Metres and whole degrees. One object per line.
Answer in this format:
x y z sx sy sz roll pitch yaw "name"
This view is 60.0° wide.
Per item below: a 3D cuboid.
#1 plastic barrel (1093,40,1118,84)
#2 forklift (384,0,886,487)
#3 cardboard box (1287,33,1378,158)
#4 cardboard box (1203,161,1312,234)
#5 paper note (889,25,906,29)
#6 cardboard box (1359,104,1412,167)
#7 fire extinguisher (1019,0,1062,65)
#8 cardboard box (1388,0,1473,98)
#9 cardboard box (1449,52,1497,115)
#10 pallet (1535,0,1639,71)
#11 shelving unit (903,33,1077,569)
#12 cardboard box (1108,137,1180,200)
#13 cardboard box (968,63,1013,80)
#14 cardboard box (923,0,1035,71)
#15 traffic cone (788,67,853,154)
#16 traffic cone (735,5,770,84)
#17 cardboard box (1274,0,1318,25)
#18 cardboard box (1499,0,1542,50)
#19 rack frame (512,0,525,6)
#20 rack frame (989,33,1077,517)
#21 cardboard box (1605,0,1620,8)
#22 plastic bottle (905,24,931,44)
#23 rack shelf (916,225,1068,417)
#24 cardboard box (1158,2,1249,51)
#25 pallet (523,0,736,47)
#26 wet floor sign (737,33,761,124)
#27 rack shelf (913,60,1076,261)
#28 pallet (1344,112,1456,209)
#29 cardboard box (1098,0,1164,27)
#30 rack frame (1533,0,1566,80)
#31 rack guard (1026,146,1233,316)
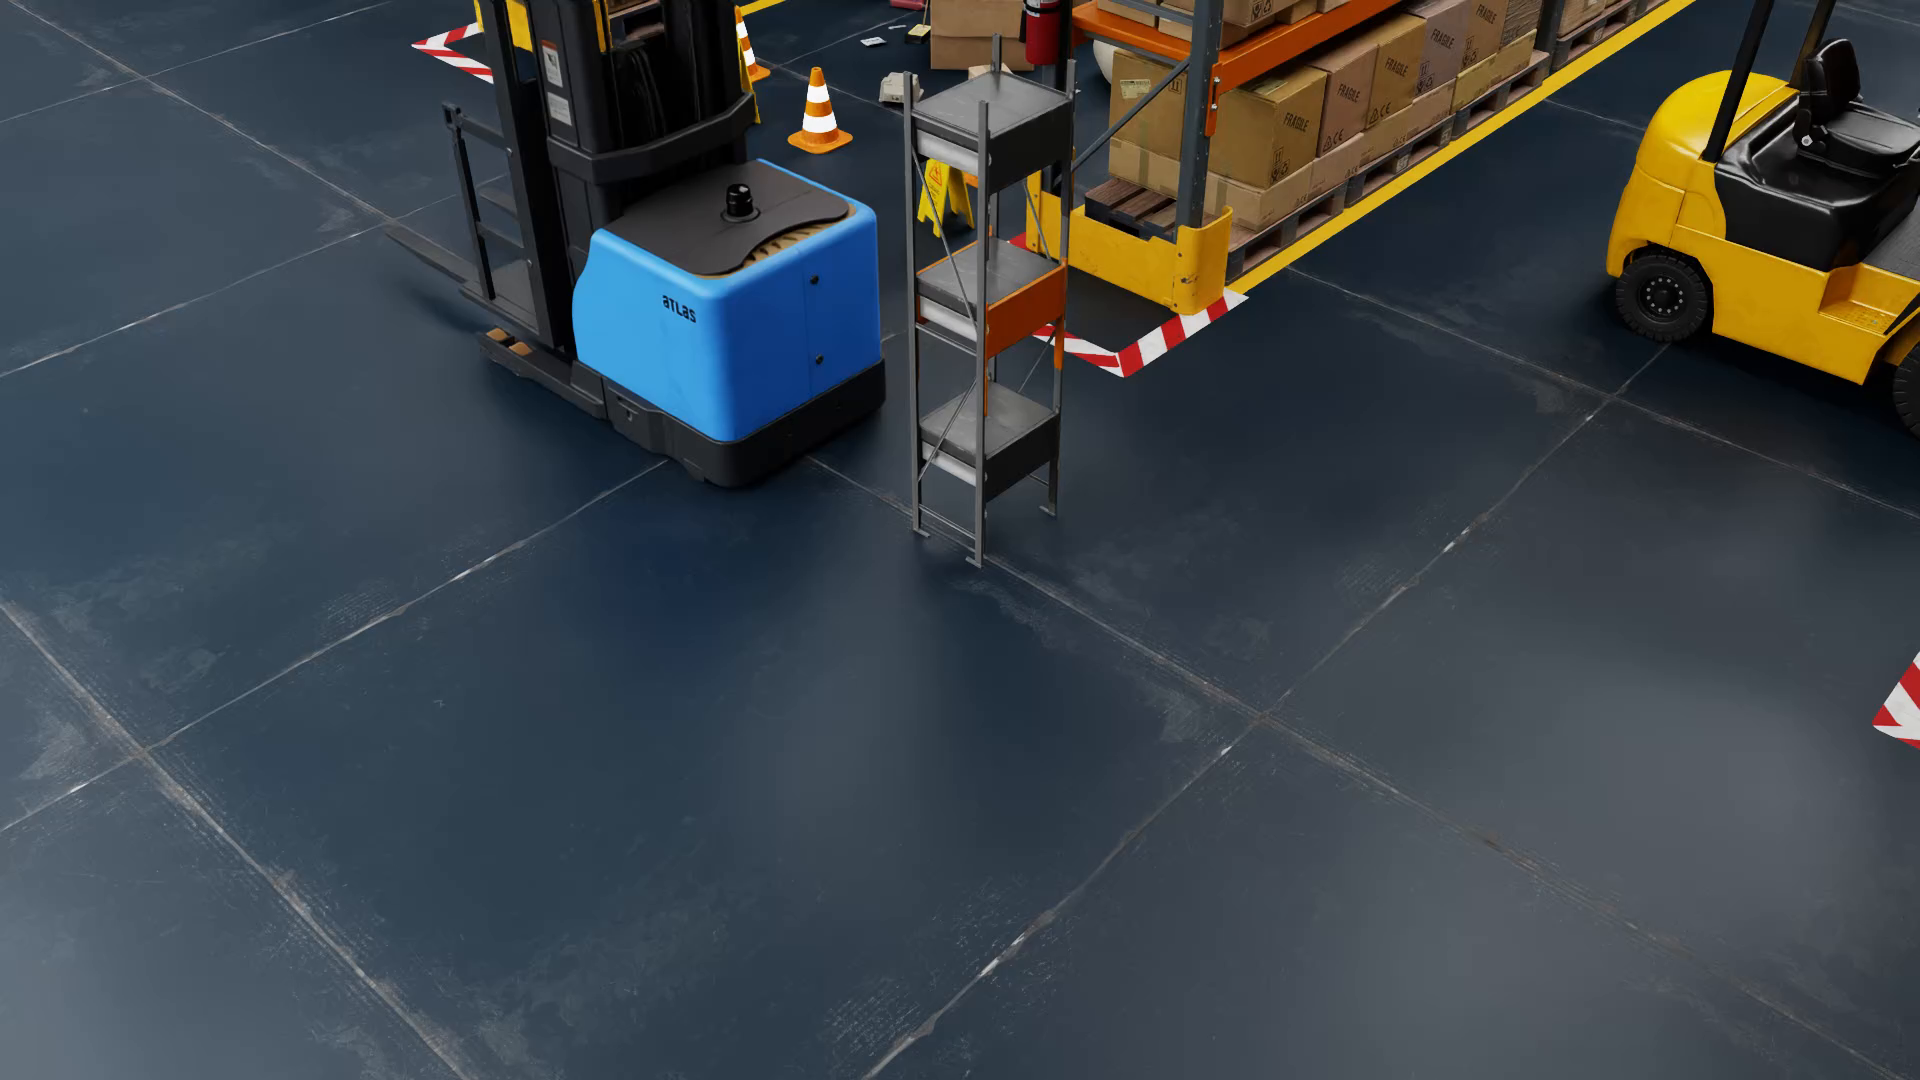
1.114 -3.201 10.936 0.421 0.421 0.512 -5 39 -6 "plastic barrel"
-1.783 -2.175 7.630 3.031 2.935 1.130 30 47 32 "forklift"
1.951 -2.514 9.271 0.500 0.500 0.500 28 46 30 "cardboard box"
1.586 -1.967 9.186 0.500 0.250 0.500 29 47 32 "cardboard box"
-0.446 -3.652 11.835 0.123 0.001 0.032 -11 40 -14 "paper note"
2.295 -2.455 9.799 0.500 0.250 0.500 -31 48 -33 "cardboard box"
0.420 -2.735 8.342 0.296 0.674 0.183 30 47 32 "fire extinguisher"
2.650 -2.990 9.870 0.500 0.500 0.500 -31 48 -33 "cardboard box"
2.984 -2.917 10.381 0.500 0.250 0.500 28 46 31 "cardboard box"
4.060 -3.729 11.770 1.003 0.211 1.213 30 47 32 "pallet"
0.112 -0.898 6.692 0.431 2.100 0.503 30 47 32 "shelving unit"
1.201 -2.208 9.489 0.500 0.250 0.500 29 47 32 "cardboard box"
0.230 -2.959 10.852 0.250 0.149 0.380 -11 40 -14 "cardboard box"
0.154 -3.518 11.270 0.797 0.503 0.637 2 39 2 "cardboard box"
-0.873 -2.681 10.250 0.336 0.463 0.334 30 47 32 "traffic cone"
-1.478 -3.312 11.043 0.336 0.463 0.334 30 47 32 "traffic cone"
1.618 -2.805 8.570 0.380 0.149 0.250 28 46 31 "cardboard box"
3.335 -3.460 10.460 0.500 0.500 0.500 29 47 31 "cardboard box"
-2.884 -4.657 10.696 1.000 3.000 0.127 30 47 32 "rack frame"
0.276 -1.010 6.833 0.400 2.100 0.015 30 47 32 "rack frame"
4.371 -4.172 11.861 0.625 0.372 0.950 -31 48 -33 "cardboard box"
-0.273 -3.568 11.688 0.133 0.061 0.283 14 41 17 "plastic bottle"
0.112 -0.887 6.701 0.431 0.518 0.480 30 47 32 "rack shelf"
1.220 -2.596 8.306 0.380 0.149 0.250 30 47 32 "cardboard box"
-2.403 -3.966 12.068 1.003 0.211 1.213 30 47 32 "pallet"
-1.442 -2.891 10.367 0.267 0.644 0.232 22 43 25 "wet floor sign"
0.112 -1.435 6.265 0.431 0.518 0.480 30 47 32 "rack shelf"
2.286 -2.485 10.205 1.003 0.211 1.213 30 47 32 "pallet"
0.932 -2.788 8.548 0.380 0.149 0.250 31 48 33 "cardboard box"
3.536 -4.462 10.452 1.000 3.000 0.127 30 47 32 "rack frame"
0.889 -1.681 8.963 1.175 0.500 0.348 30 47 32 "rack guard"
